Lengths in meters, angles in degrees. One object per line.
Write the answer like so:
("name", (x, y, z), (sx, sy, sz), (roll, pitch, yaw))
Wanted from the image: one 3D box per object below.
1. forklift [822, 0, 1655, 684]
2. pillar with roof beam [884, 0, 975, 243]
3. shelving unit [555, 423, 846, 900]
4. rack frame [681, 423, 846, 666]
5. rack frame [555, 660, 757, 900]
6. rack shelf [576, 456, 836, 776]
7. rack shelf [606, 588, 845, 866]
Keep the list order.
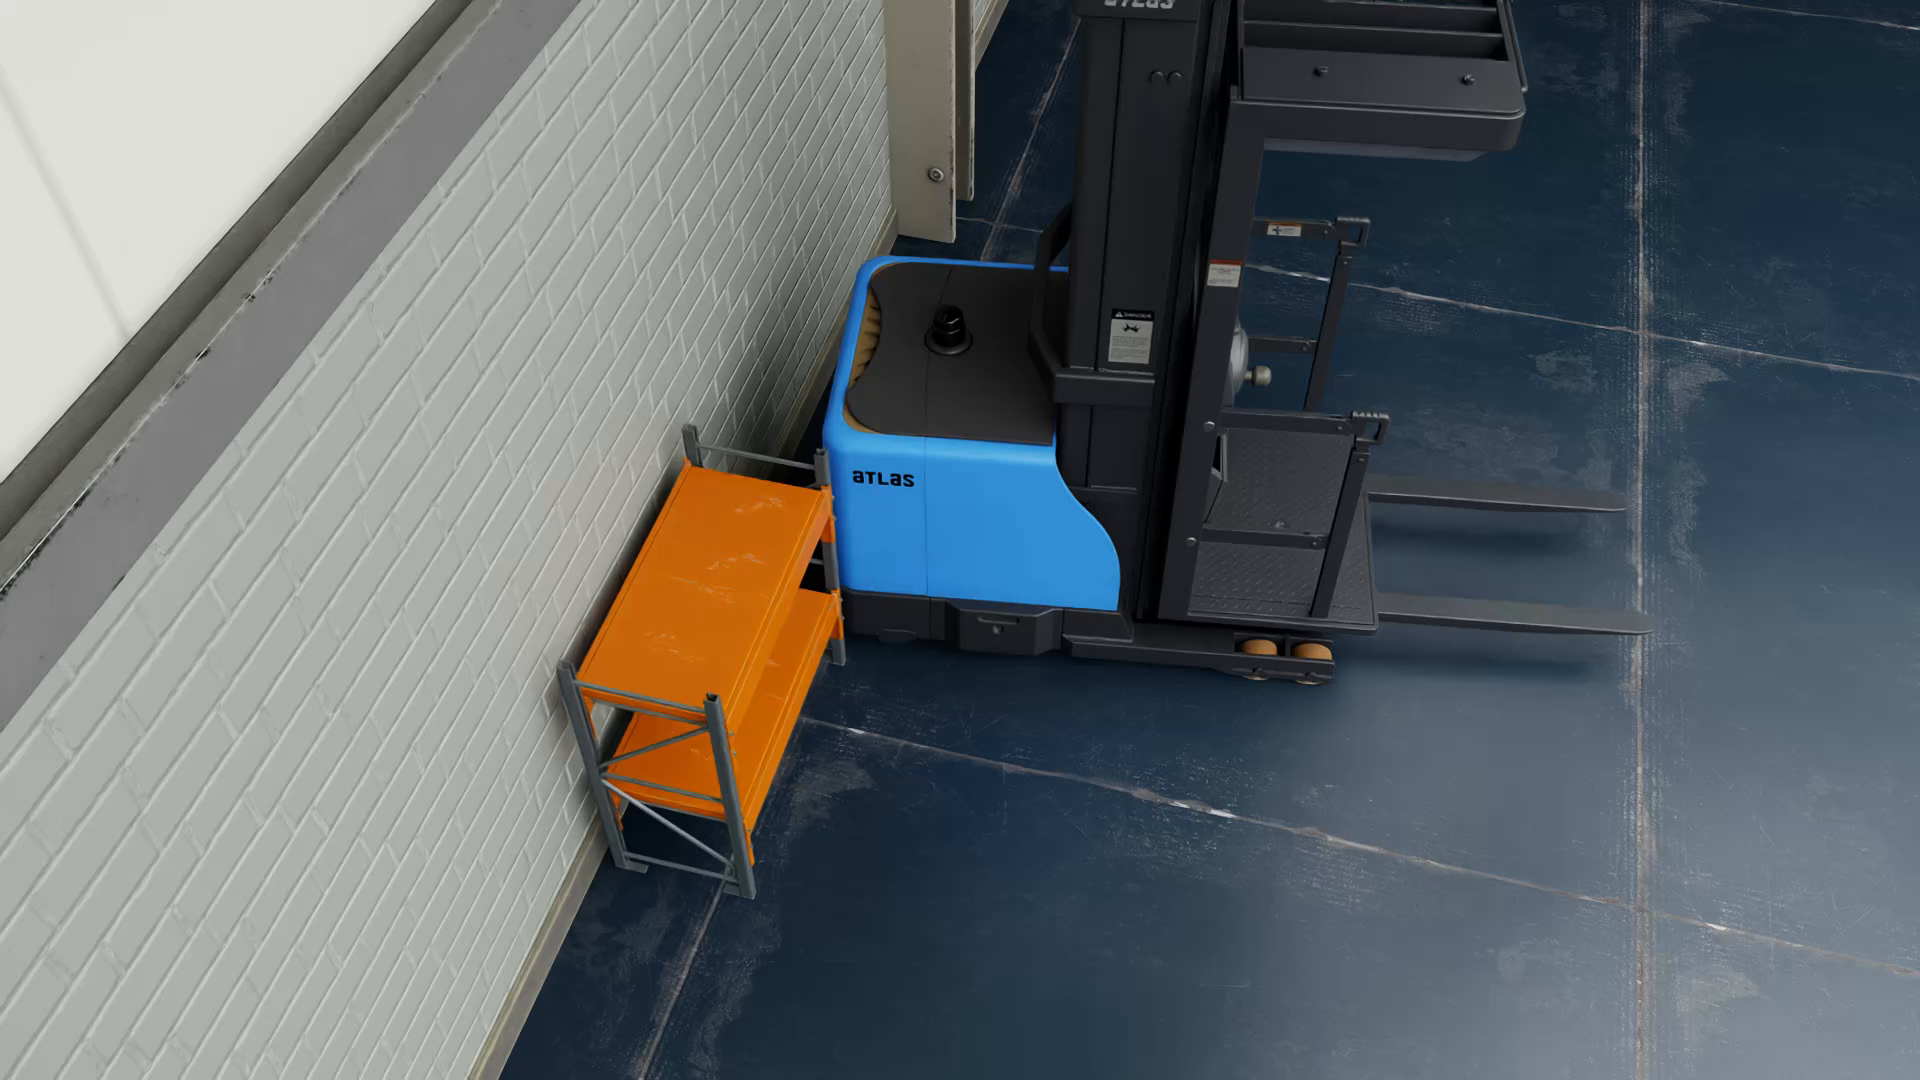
("forklift", (1.071, -0.854, 5.467), (3.031, 2.935, 1.130), (4, 49, 4))
("pillar with roof beam", (4.022, -3.713, 3.944), (9.100, 9.000, 0.400), (12, 50, 10))
("shelving unit", (-0.804, 0.412, 5.555), (0.538, 1.125, 1.048), (11, 50, 10))
("rack frame", (-0.675, 0.044, 5.880), (0.500, 1.125, 0.032), (11, 50, 10))
("rack frame", (-0.933, 0.781, 5.229), (0.500, 1.125, 0.032), (11, 50, 10))
("rack shelf", (-0.804, 0.219, 5.335), (0.538, 0.278, 1.000), (11, 50, 10))
("rack shelf", (-0.804, 0.574, 5.738), (0.538, 0.278, 1.000), (11, 50, 10))
